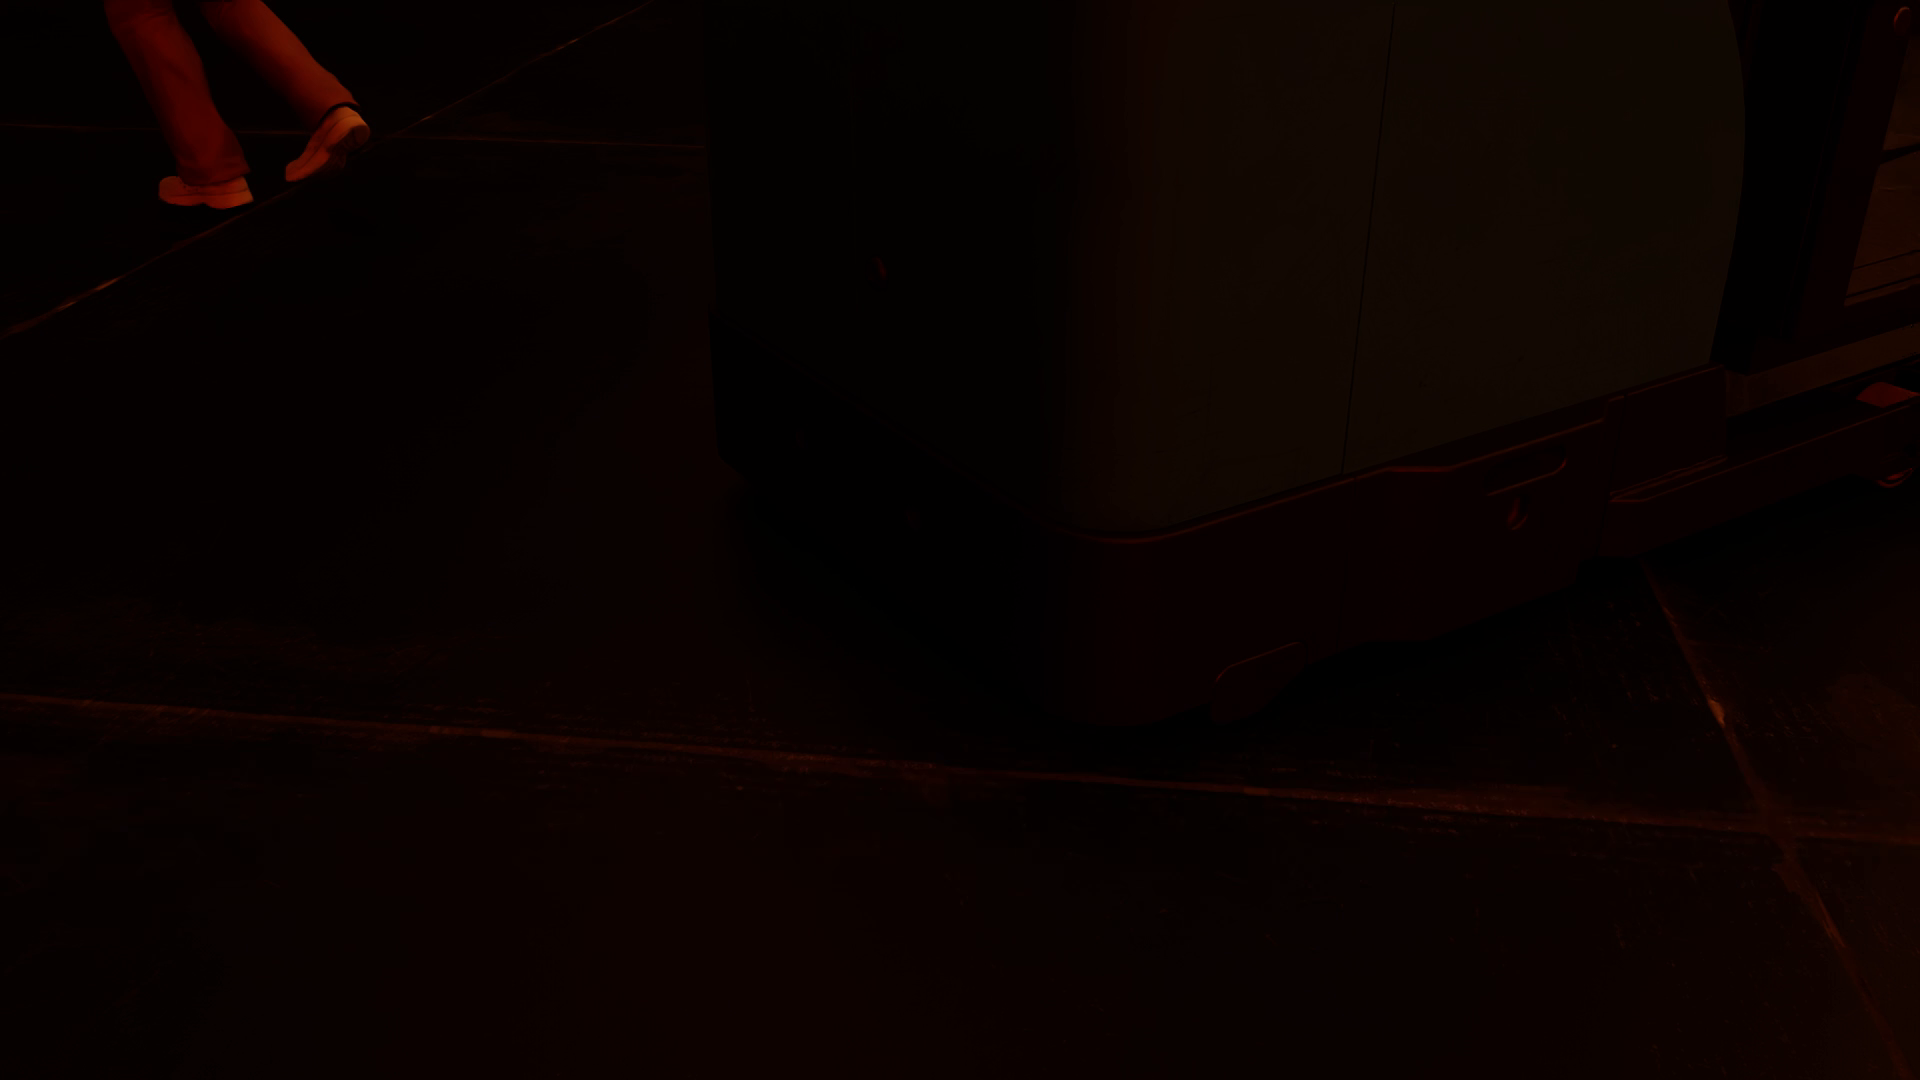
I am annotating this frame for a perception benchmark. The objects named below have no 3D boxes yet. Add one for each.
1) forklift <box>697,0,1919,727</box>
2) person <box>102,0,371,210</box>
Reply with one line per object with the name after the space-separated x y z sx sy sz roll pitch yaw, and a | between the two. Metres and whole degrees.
1.135 -1.576 2.376 3.031 2.935 1.130 -16 31 -29 | forklift
-1.787 -1.540 3.784 0.610 1.621 0.607 14 30 27 | person
